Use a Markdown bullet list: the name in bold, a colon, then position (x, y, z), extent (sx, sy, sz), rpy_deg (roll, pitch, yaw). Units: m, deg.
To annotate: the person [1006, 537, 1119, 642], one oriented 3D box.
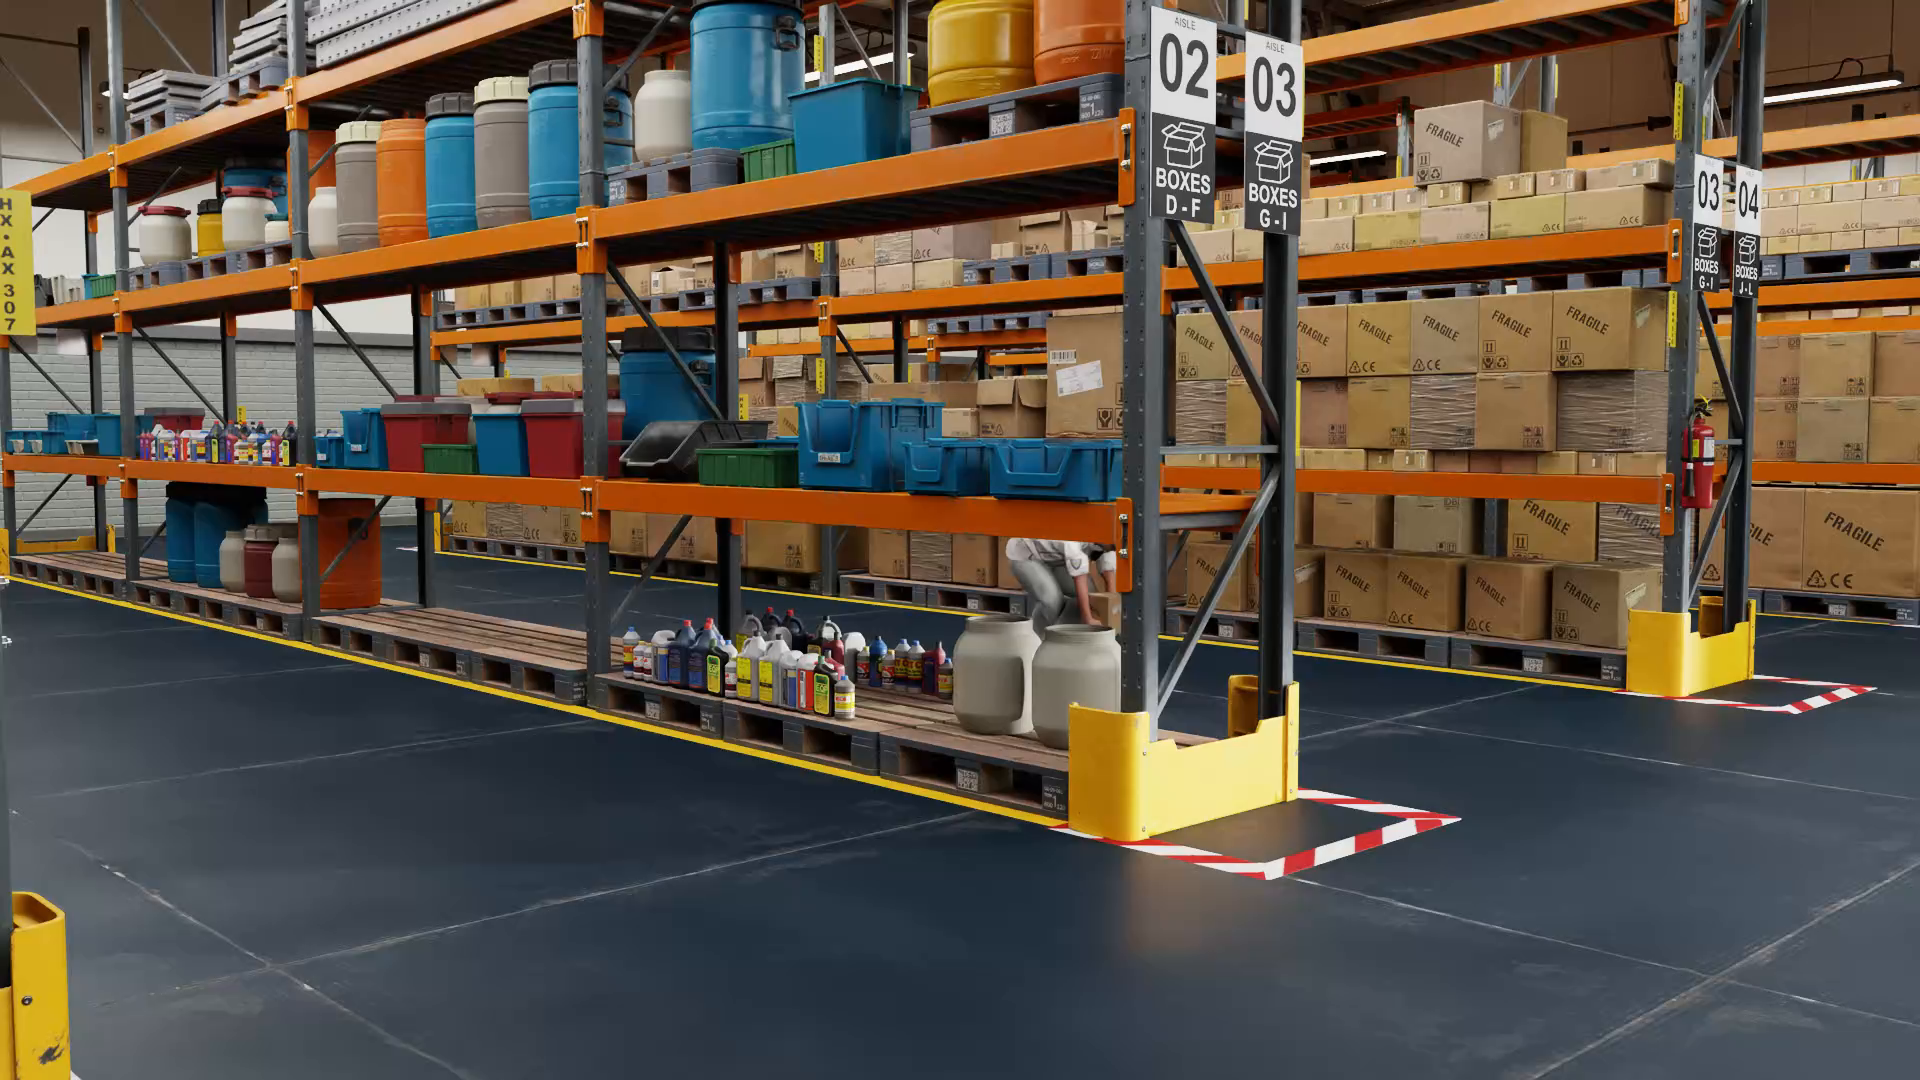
- **person**: position (0.785, 0.306, 11.483), extent (1.029, 1.042, 0.541), rpy_deg (4, 5, 43)
